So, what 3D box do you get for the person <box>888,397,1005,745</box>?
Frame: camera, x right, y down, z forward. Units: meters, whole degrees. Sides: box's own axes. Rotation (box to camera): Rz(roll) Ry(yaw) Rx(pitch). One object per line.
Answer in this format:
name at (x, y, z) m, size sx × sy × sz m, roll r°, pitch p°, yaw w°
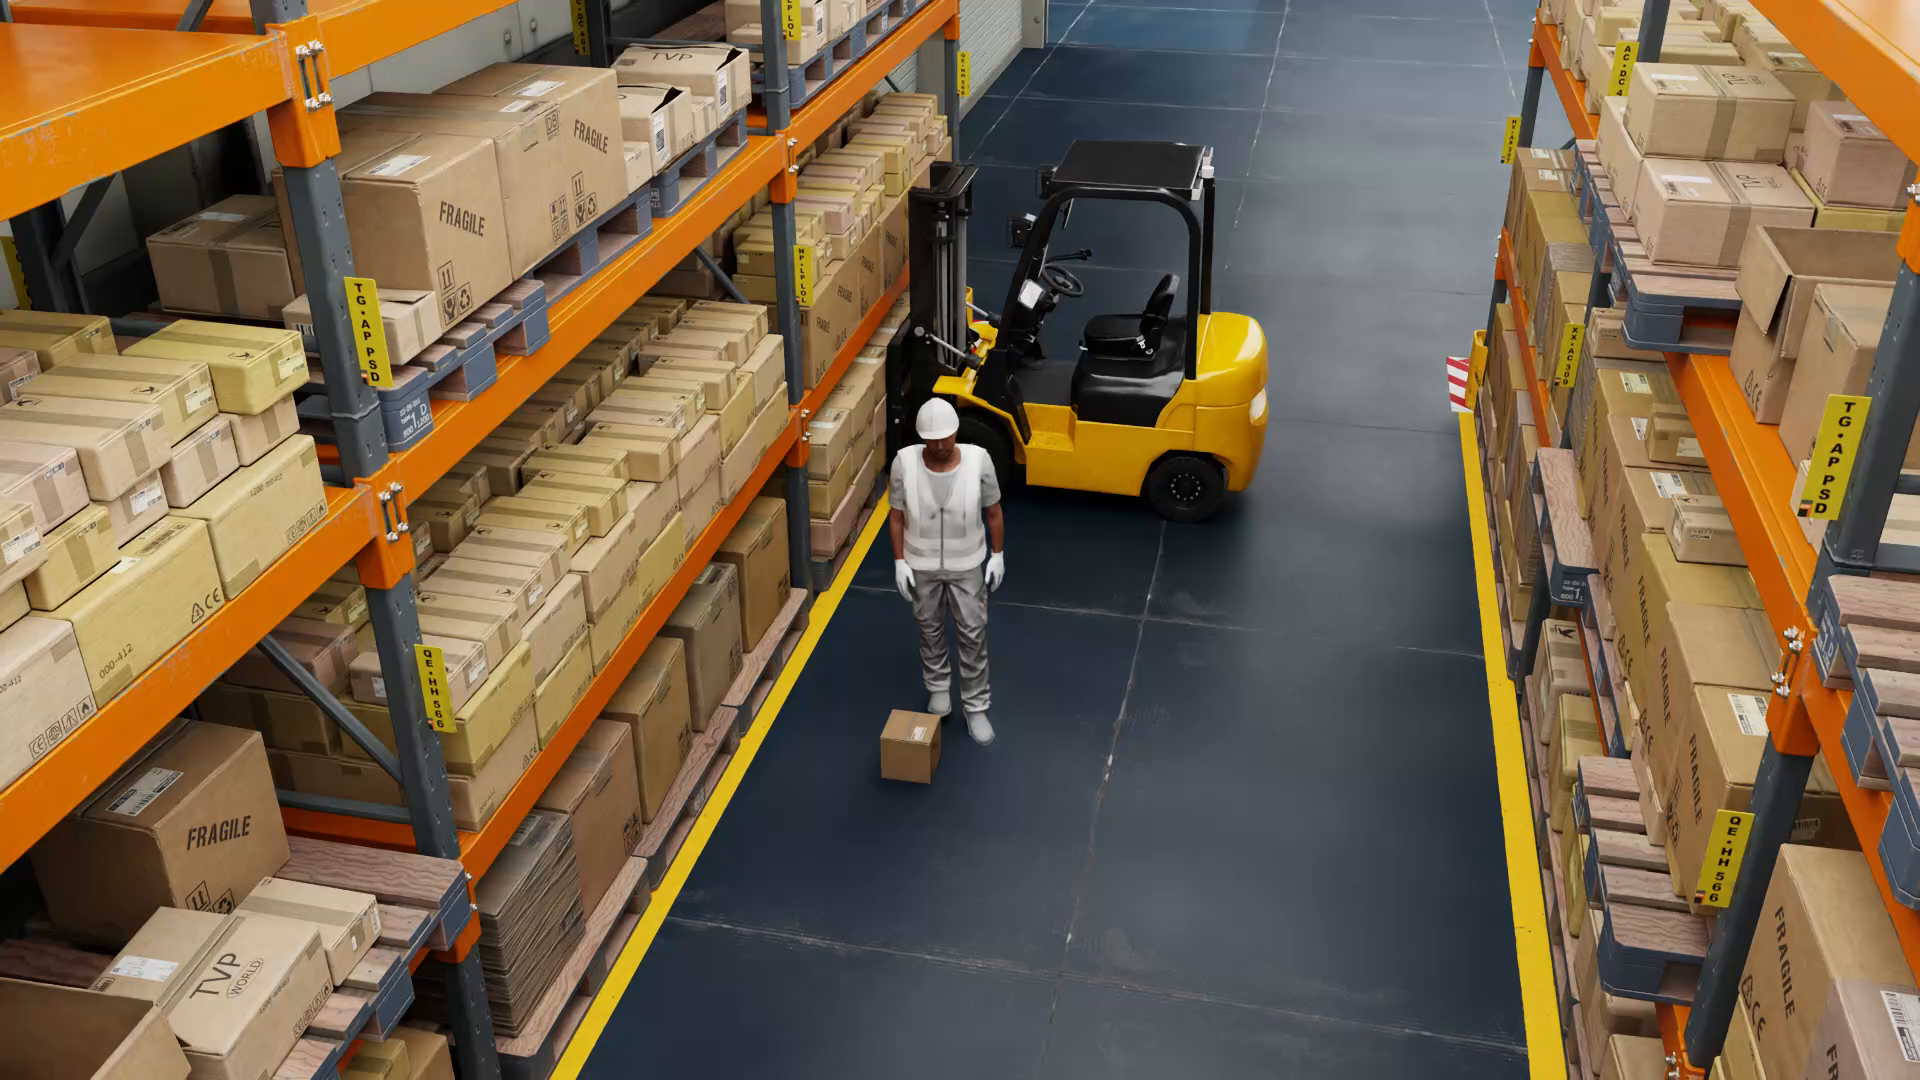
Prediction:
person at (-0.067, 0.147, 8.321) m, size 0.585 × 1.813 × 0.493 m, roll 1°, pitch 29°, yaw 1°
